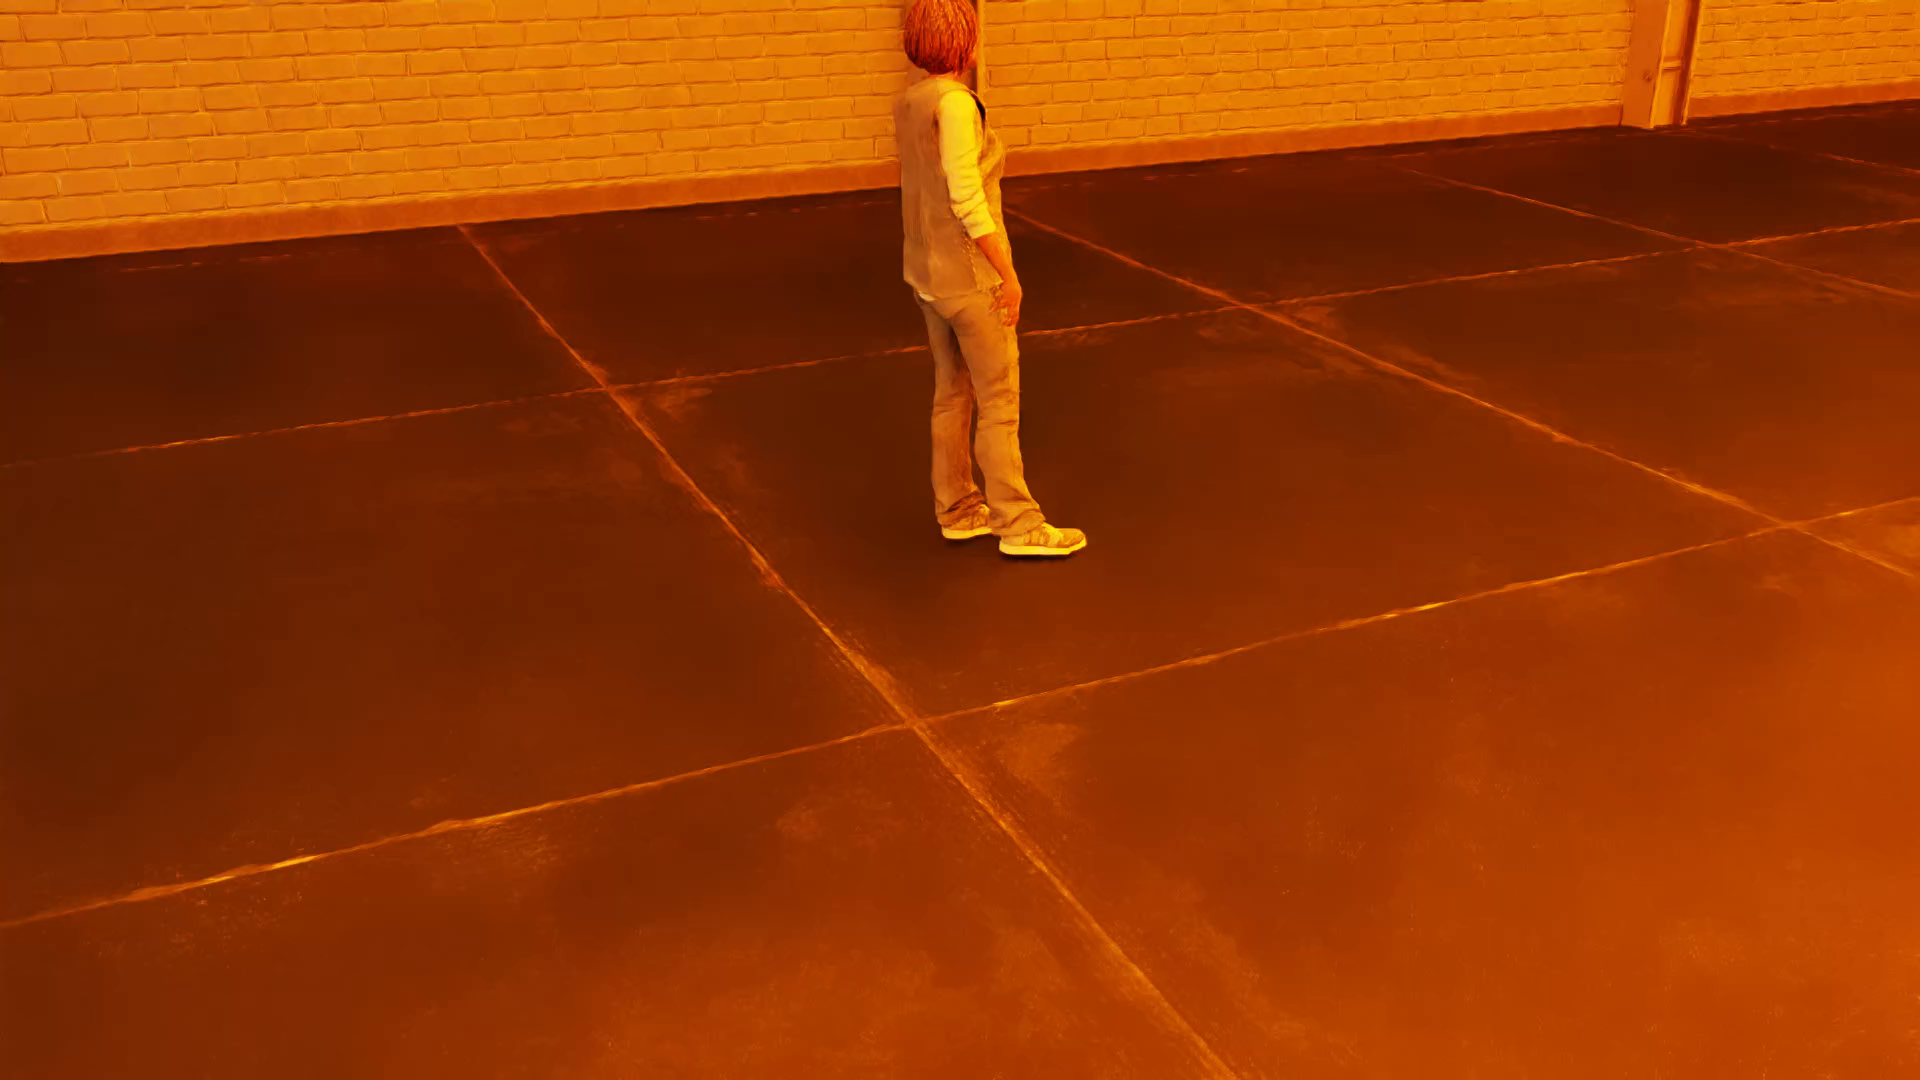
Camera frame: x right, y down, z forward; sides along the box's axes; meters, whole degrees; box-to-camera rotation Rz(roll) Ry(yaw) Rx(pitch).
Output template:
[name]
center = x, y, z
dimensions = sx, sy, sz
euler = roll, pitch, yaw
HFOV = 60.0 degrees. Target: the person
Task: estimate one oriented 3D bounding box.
[person]
center = 0.073, -0.751, 4.815
dimensions = 0.474, 1.597, 0.521
euler = -10, 25, -23
